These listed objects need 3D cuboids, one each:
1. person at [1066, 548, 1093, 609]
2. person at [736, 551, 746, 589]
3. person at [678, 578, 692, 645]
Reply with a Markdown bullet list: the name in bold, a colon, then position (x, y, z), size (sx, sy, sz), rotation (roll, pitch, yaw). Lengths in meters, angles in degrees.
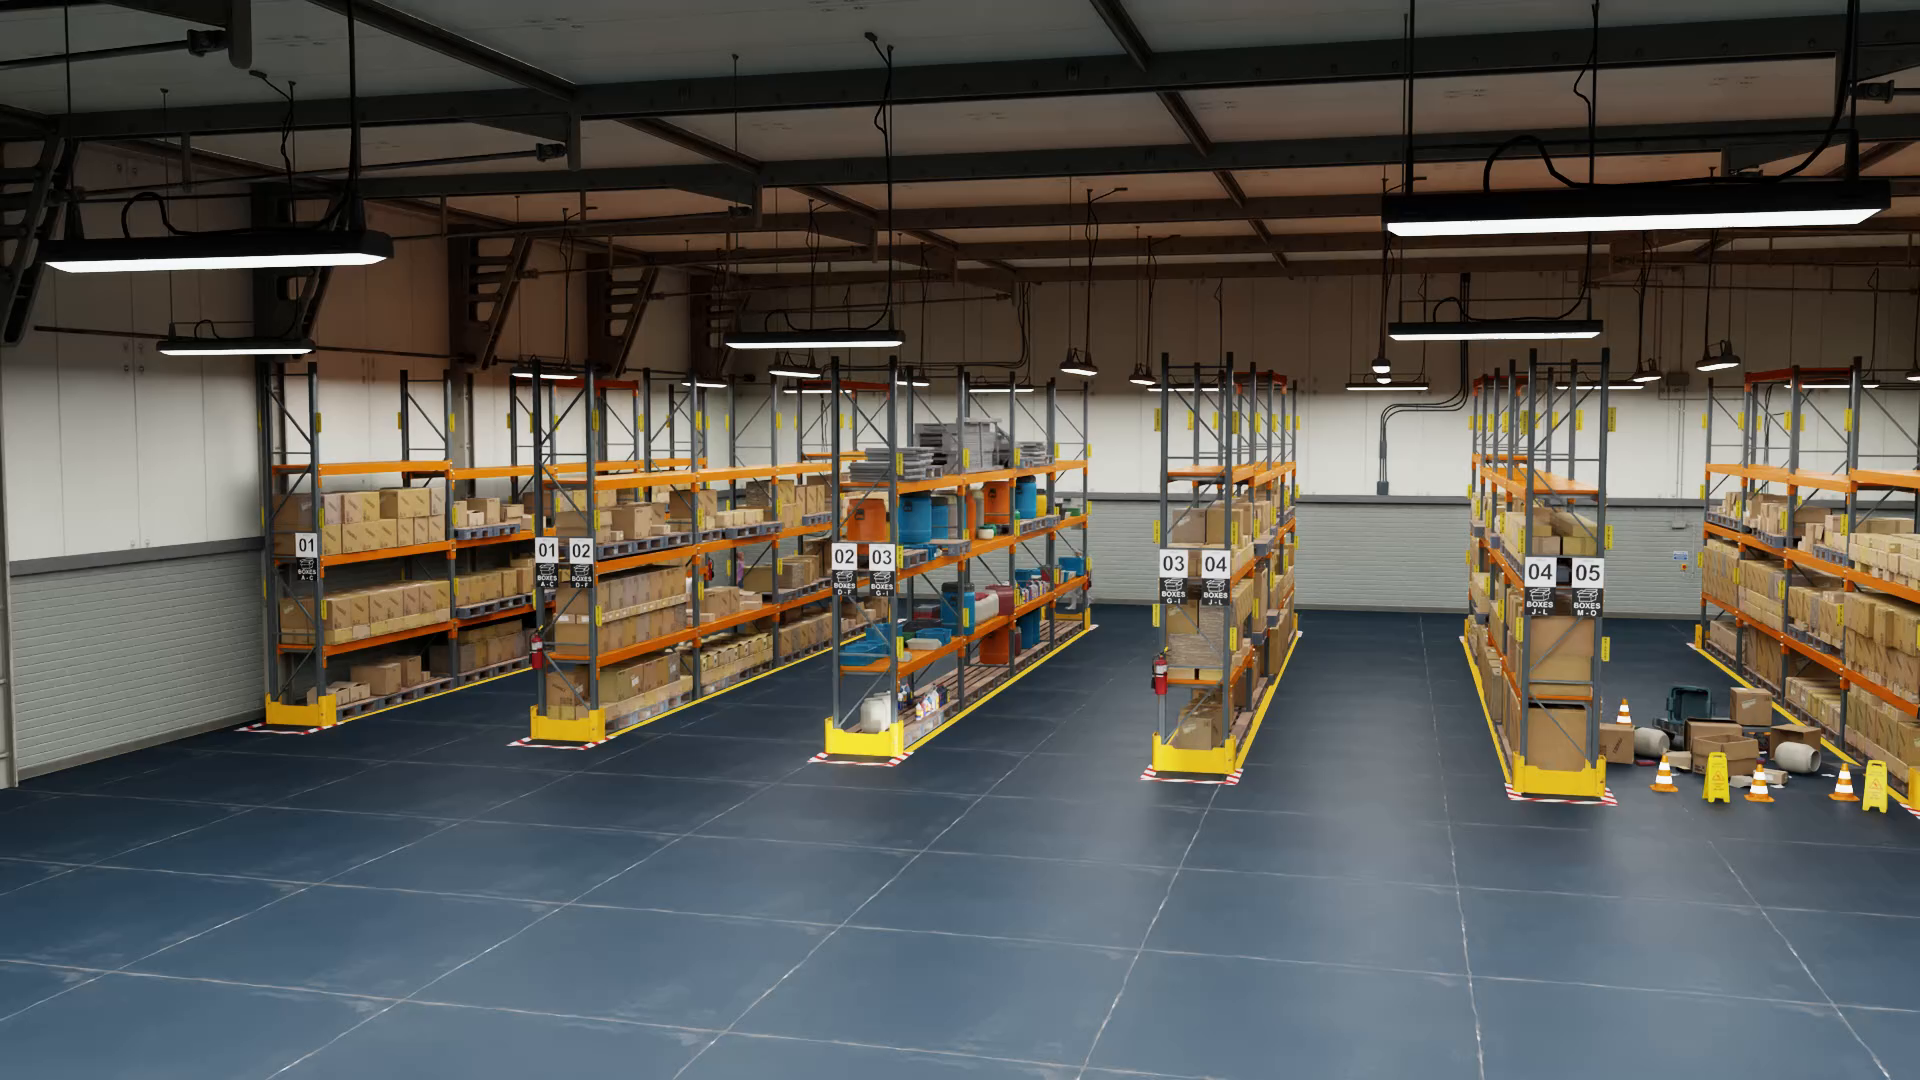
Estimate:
- **person**: position (3.213, 1.026, 44.554), size (0.834, 1.653, 0.441), rotation (-1, 4, -15)
- **person**: position (-5.802, 1.101, 44.000), size (0.416, 1.606, 0.439), rotation (0, 4, 7)
- **person**: position (-6.299, 1.474, 37.477), size (0.553, 1.715, 1.129), rotation (1, 4, 10)
